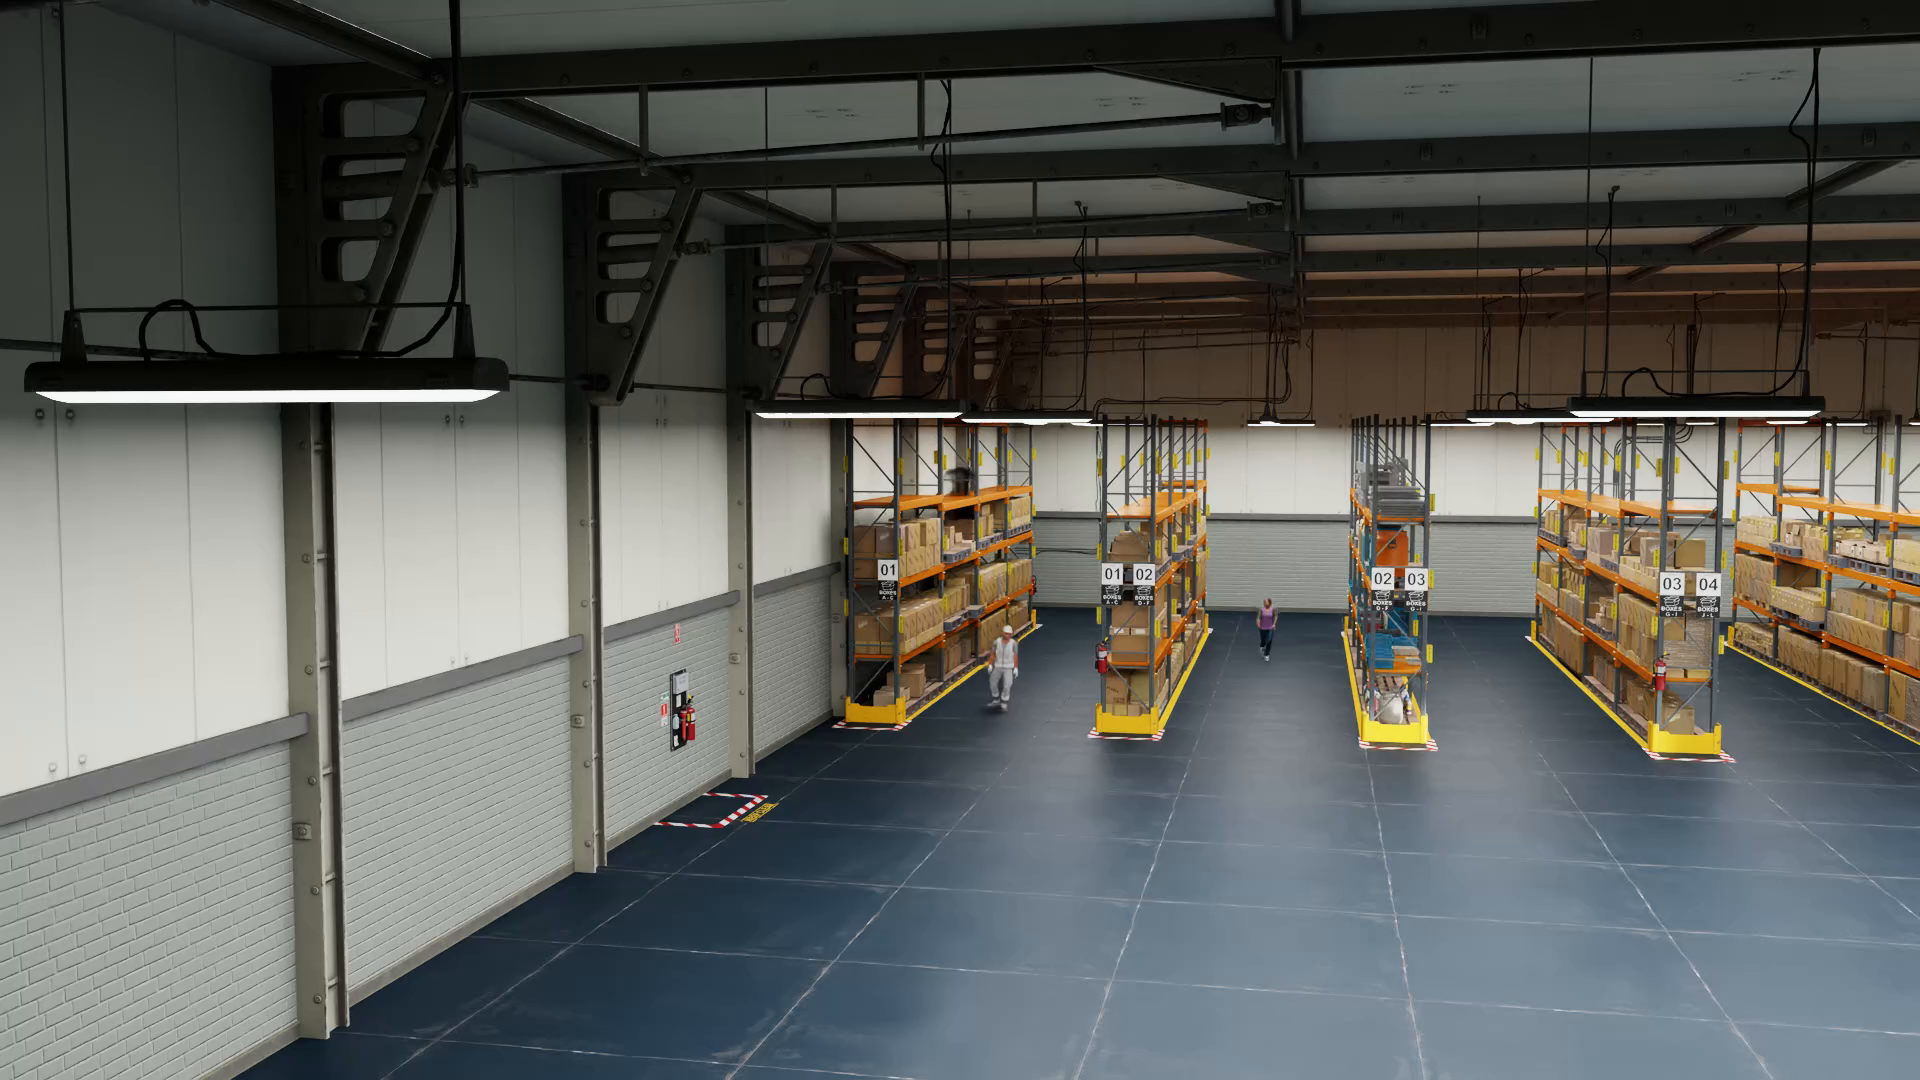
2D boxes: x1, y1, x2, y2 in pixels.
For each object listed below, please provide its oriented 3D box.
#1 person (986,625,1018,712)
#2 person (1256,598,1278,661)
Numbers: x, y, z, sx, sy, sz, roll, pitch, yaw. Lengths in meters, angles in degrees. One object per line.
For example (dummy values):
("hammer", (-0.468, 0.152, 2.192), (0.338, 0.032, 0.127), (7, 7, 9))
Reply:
("person", (0.853, 2.592, 33.678), (0.675, 1.759, 0.496), (1, 4, 9))
("person", (7.640, 2.202, 41.417), (0.520, 1.556, 0.632), (0, 4, 4))
